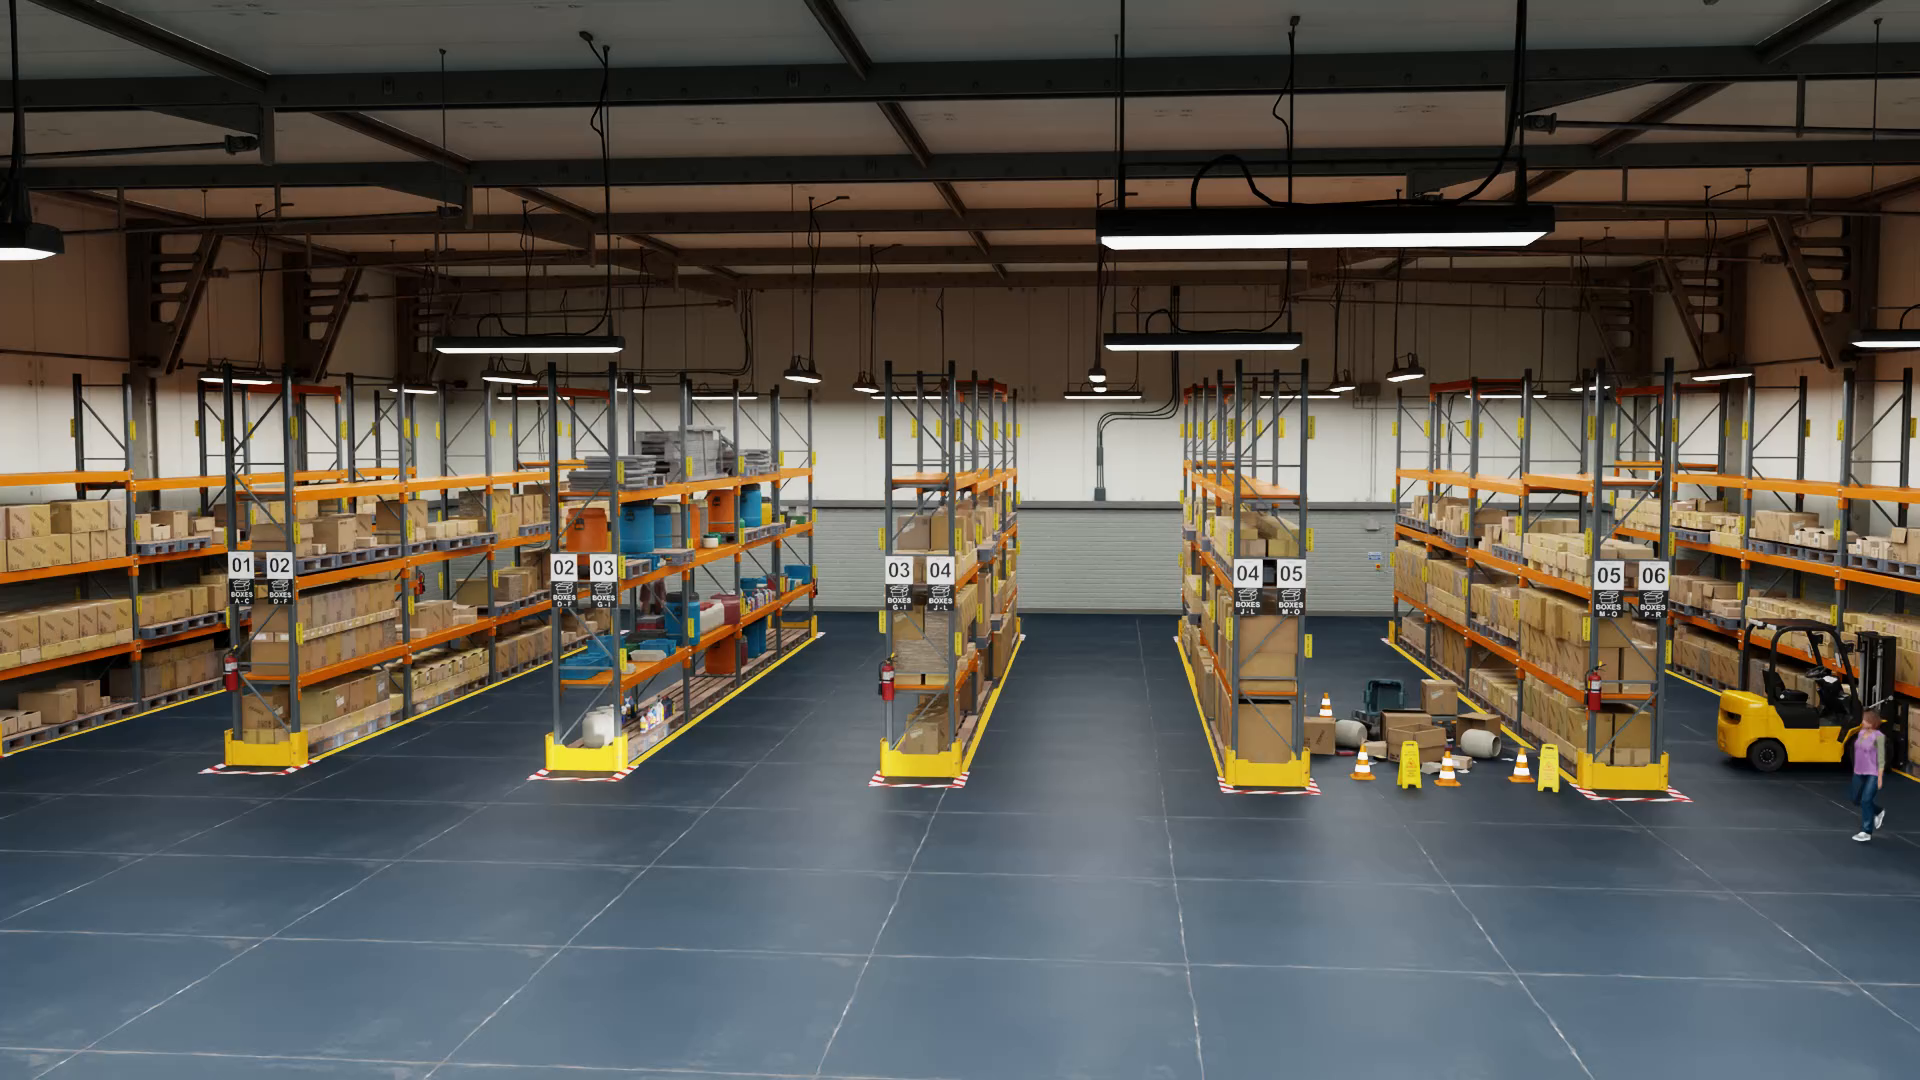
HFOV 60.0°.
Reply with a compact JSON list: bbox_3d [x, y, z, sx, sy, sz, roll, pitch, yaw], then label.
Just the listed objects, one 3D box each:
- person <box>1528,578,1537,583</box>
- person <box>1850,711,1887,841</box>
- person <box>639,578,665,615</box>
[{"bbox_3d":[14.255,1.364,41.602,0.683,1.779,0.556,0,4,-3],"label":"person"},{"bbox_3d":[11.147,2.859,20.300,0.659,1.577,0.420,-2,4,-24],"label":"person"},{"bbox_3d":[-7.401,1.489,39.921,0.660,1.728,1.100,0,4,-4],"label":"person"}]
